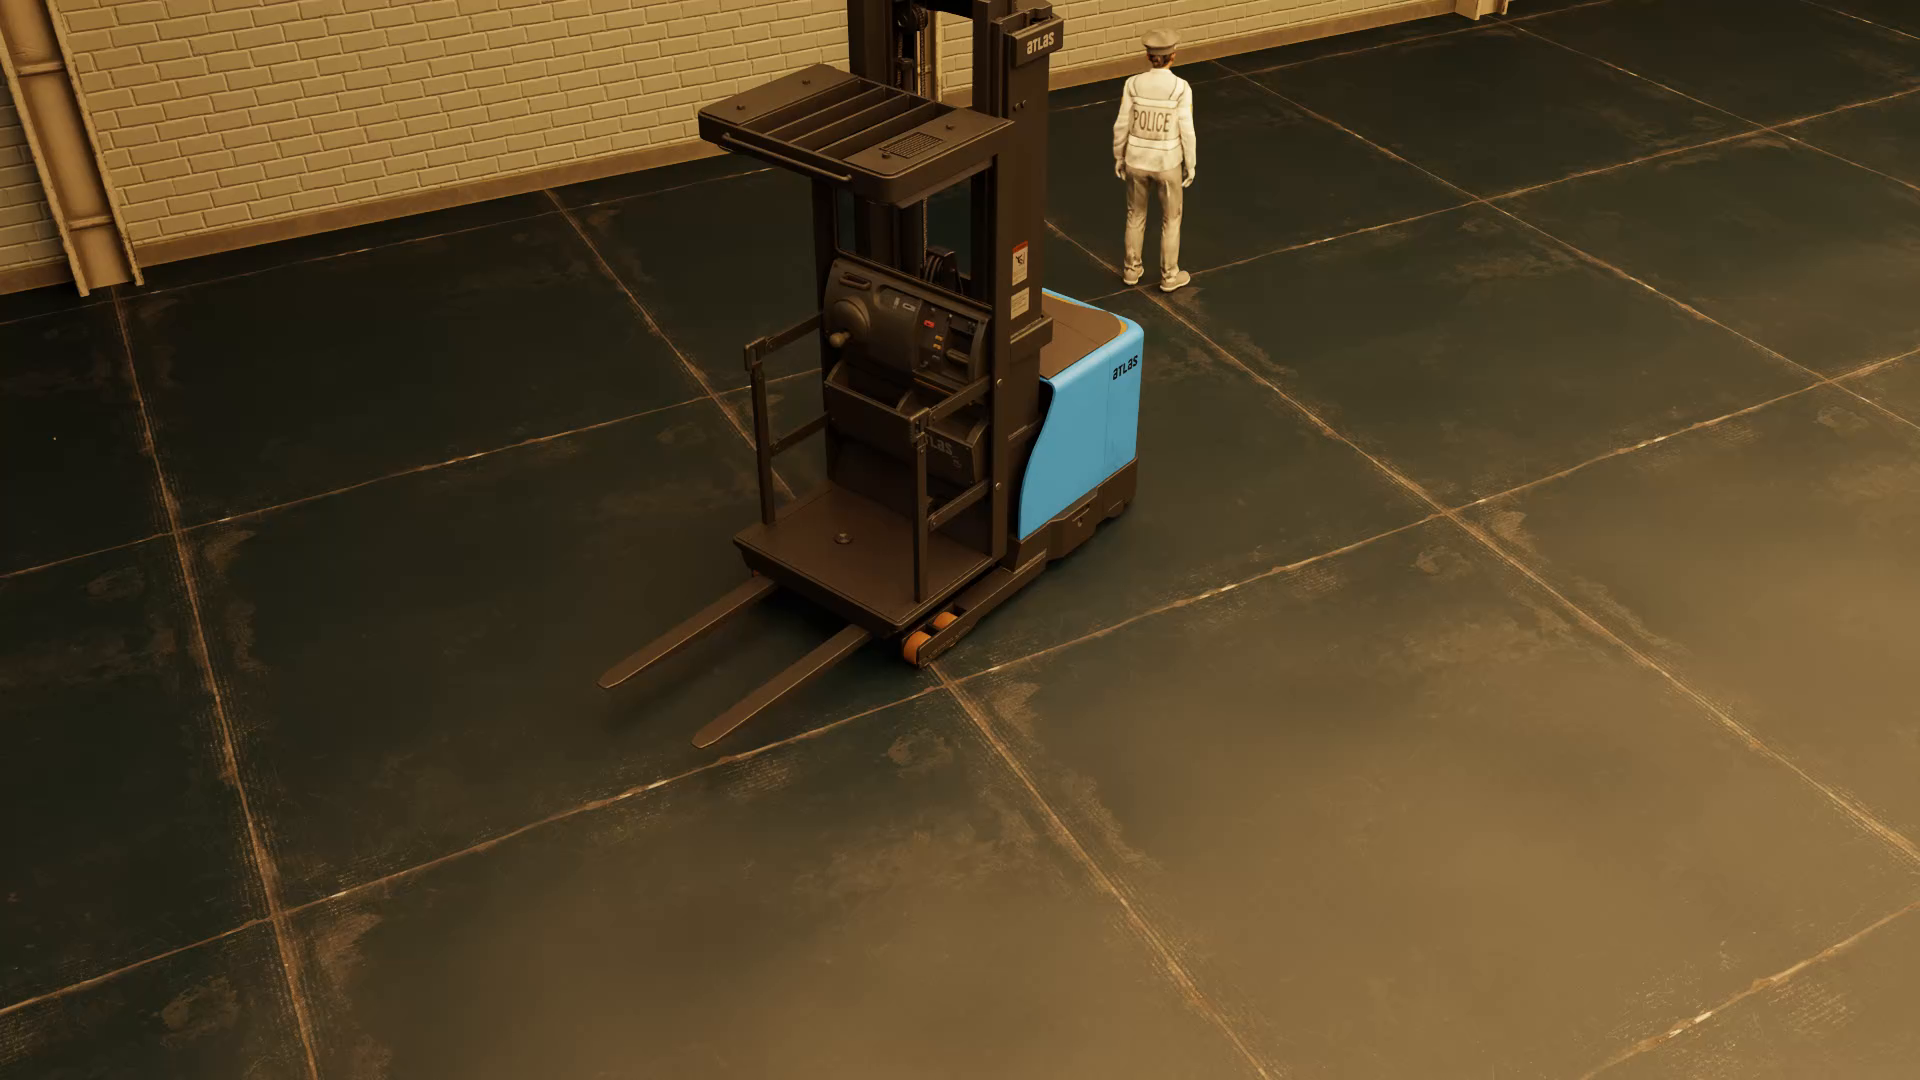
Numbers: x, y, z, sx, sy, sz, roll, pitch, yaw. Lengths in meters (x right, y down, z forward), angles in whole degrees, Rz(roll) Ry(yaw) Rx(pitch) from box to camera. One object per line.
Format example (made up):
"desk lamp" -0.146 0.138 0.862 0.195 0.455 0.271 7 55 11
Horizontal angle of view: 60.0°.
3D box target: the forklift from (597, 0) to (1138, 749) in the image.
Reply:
"forklift" -0.393 -0.929 7.437 1.121 2.935 3.031 26 43 31

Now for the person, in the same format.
"person" 1.242 -2.403 10.621 0.547 1.665 0.374 13 37 17
